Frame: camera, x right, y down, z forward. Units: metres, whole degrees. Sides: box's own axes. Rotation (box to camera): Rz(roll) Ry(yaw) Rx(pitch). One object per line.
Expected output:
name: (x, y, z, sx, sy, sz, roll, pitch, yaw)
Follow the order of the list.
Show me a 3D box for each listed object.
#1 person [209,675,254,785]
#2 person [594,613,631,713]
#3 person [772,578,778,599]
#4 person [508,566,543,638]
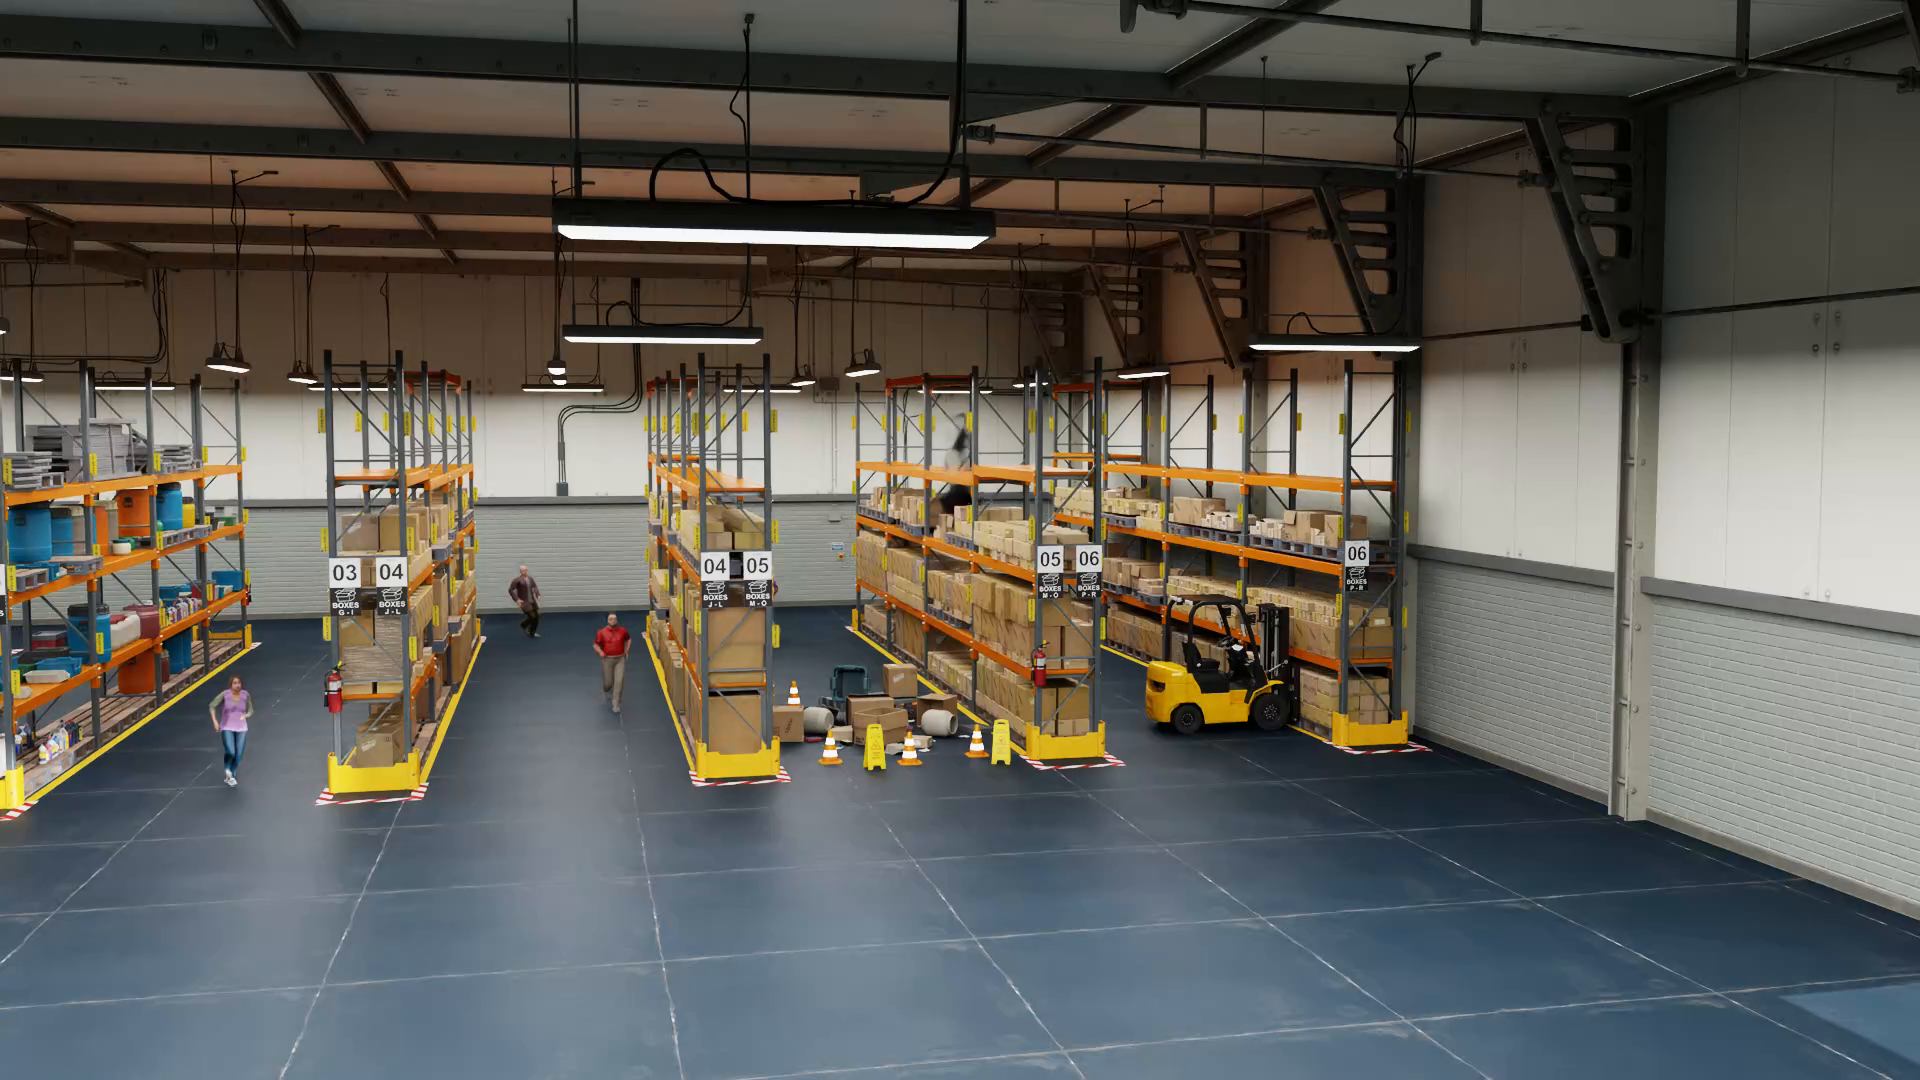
person: (-10.003, 2.634, 22.899, 0.530, 1.536, 0.608, -3, 5, -35)
person: (-6.076, 2.137, 29.146, 0.664, 1.709, 0.817, -1, 4, -18)
person: (-4.562, 1.449, 38.753, 0.683, 1.738, 0.851, -4, 6, -45)
person: (-10.109, 1.452, 38.766, 0.571, 1.712, 0.761, 3, 5, 32)
